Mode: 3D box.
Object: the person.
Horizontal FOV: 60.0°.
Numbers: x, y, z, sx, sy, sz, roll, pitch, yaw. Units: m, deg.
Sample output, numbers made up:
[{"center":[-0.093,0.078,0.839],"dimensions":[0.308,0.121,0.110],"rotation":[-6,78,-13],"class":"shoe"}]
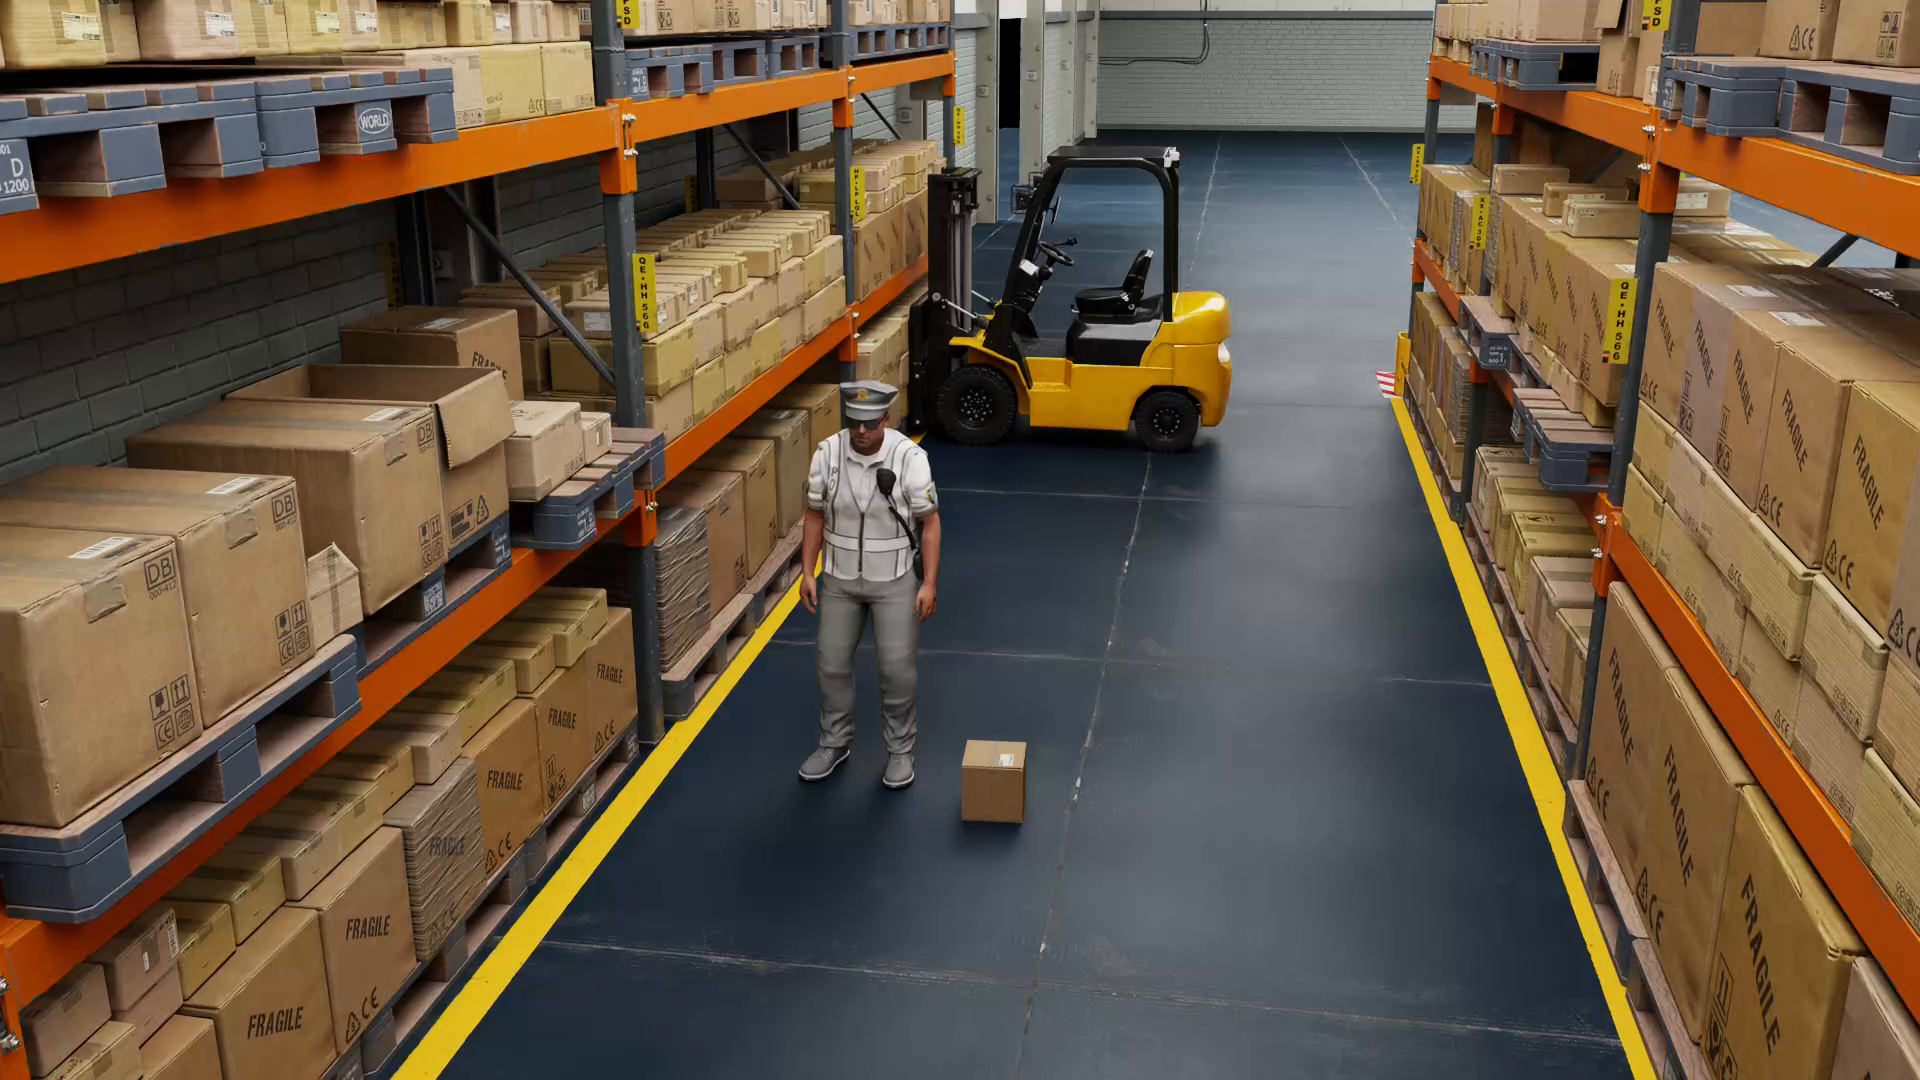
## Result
[{"center":[-0.434,0.177,6.986],"dimensions":[0.500,1.748,0.331],"rotation":[4,18,11],"class":"person"}]
